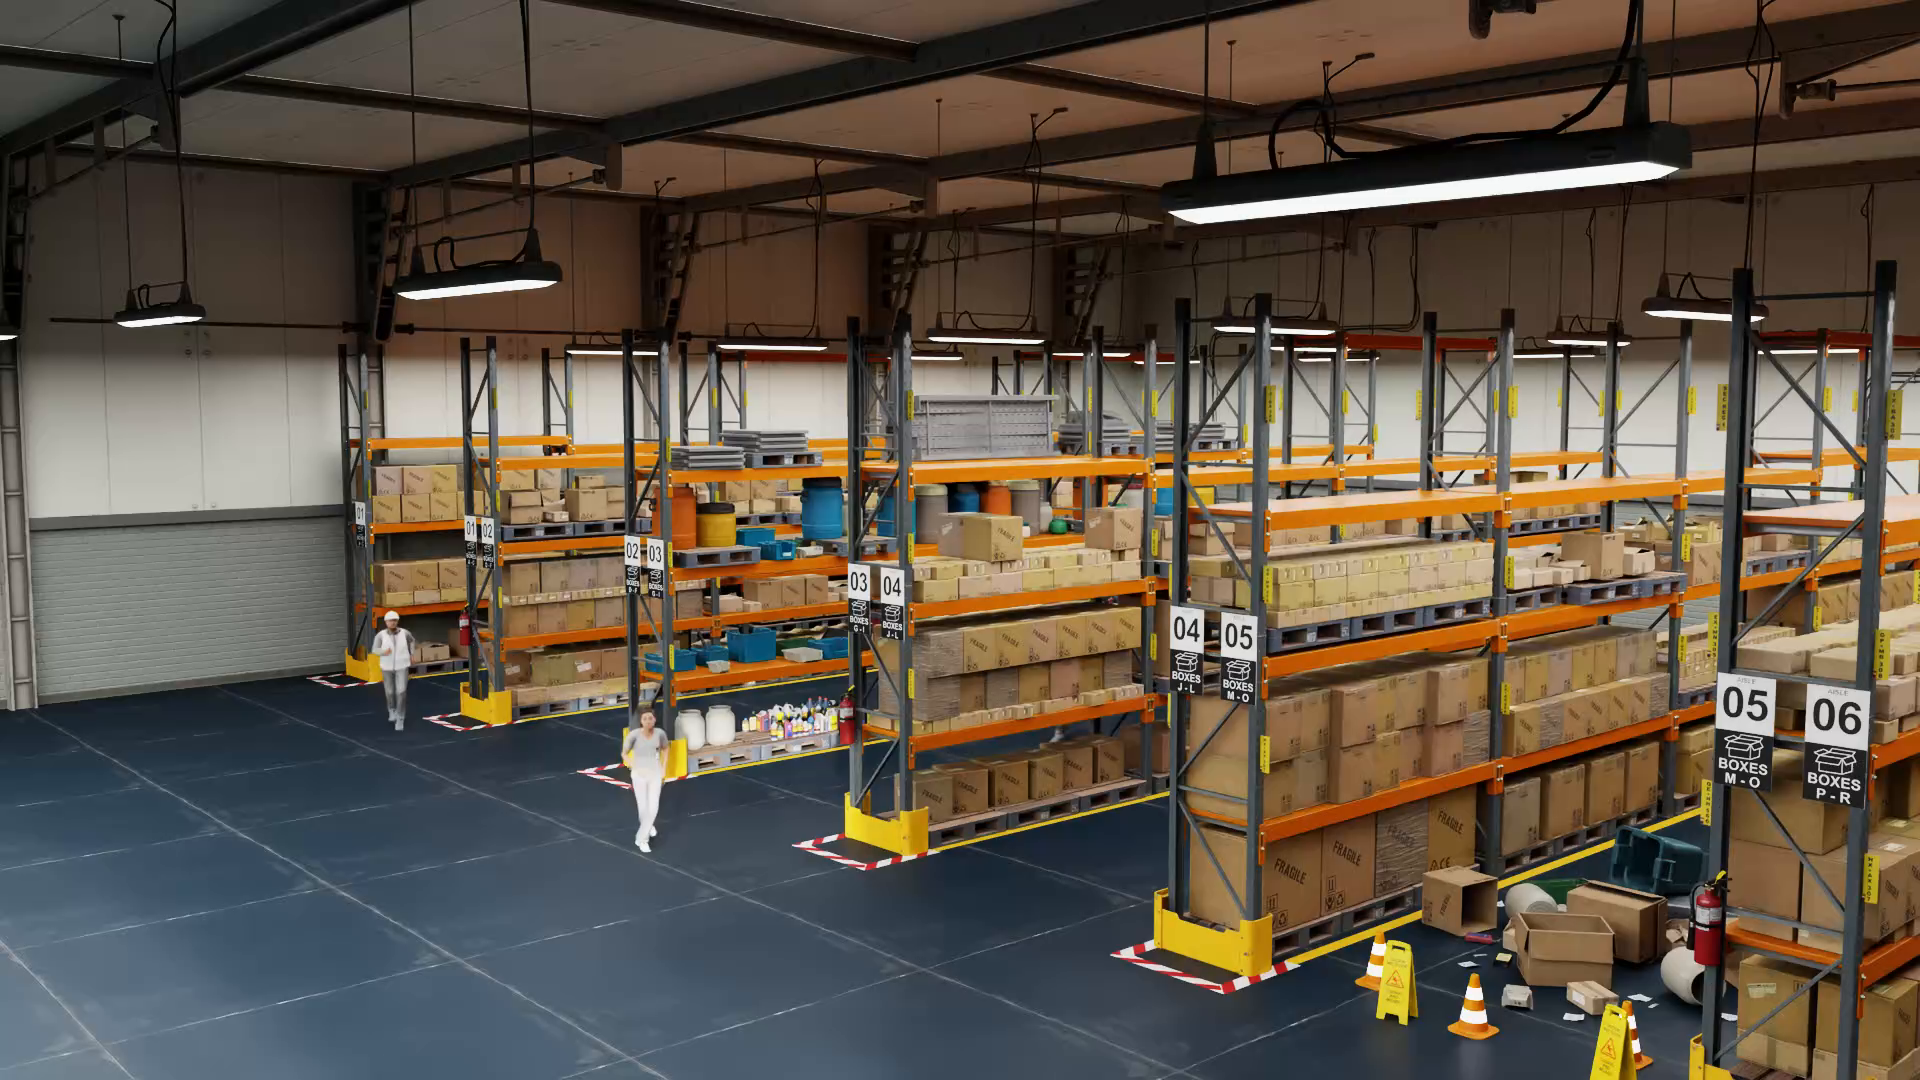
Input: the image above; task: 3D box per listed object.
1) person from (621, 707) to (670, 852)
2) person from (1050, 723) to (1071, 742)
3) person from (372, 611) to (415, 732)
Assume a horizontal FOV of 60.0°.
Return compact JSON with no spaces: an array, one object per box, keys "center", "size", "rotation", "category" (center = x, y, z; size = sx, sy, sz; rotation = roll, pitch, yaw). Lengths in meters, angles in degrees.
[{"center":[-3.573,2.677,18.888],"size":[0.551,1.628,0.663],"rotation":[-2,5,-16],"category":"person"},{"center":[1.460,2.124,24.367],"size":[0.649,1.686,0.721],"rotation":[3,6,33],"category":"person"},{"center":[-8.692,1.988,25.533],"size":[0.603,1.827,0.868],"rotation":[-1,5,-14],"category":"person"}]
